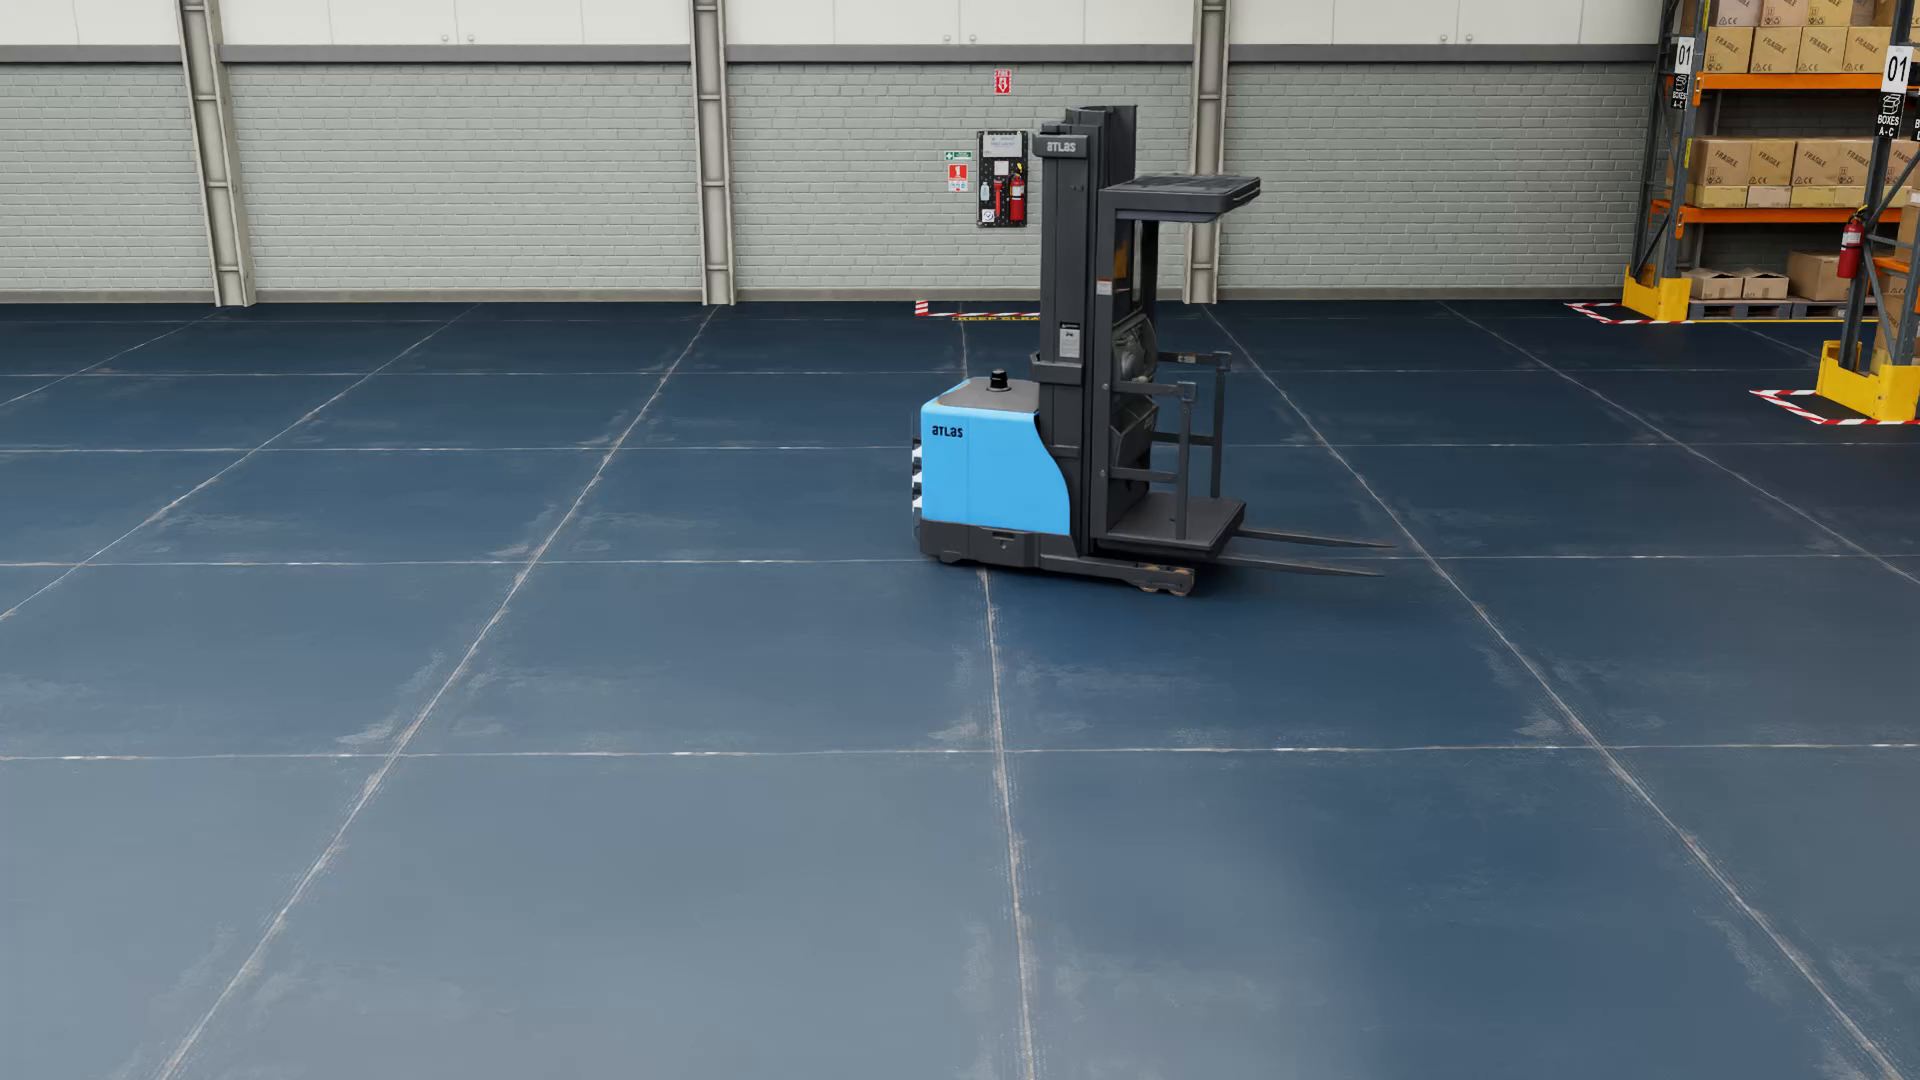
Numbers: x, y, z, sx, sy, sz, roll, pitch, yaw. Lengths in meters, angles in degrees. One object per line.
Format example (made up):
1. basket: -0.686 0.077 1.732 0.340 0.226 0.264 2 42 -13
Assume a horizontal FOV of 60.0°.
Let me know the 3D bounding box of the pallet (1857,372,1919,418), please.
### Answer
1. pallet: 9.159 -1.356 15.430 1.213 0.211 1.003 0 18 -1

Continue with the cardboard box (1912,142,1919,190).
1. cardboard box: 8.915 -3.332 14.735 0.500 0.500 0.700 0 18 -1

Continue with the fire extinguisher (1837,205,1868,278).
1. fire extinguisher: 8.270 -2.772 15.405 0.183 0.674 0.296 0 18 -1

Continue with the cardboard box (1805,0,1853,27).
1. cardboard box: 9.717 -6.063 18.792 0.500 0.500 0.500 0 18 1

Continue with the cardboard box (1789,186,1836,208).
1. cardboard box: 9.835 -4.032 19.418 0.500 0.250 0.500 -1 18 -2

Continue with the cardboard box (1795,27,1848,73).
1. cardboard box: 9.708 -5.587 18.945 0.500 0.500 0.500 1 18 2

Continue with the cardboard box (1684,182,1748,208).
1. cardboard box: 8.806 -4.024 19.394 0.500 0.250 0.500 -1 18 -2

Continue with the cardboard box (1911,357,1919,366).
1. cardboard box: 8.935 -1.493 15.105 0.500 0.250 0.500 0 18 -1

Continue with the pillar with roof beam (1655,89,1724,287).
1. pillar with roof beam: 9.068 -5.990 15.488 0.400 9.000 9.100 0 18 -1

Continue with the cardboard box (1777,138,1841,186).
1. cardboard box: 9.807 -4.386 19.295 0.500 0.500 0.500 -1 18 -3

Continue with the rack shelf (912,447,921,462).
1. rack shelf: -0.189 -0.599 11.461 0.200 0.077 0.258 7 19 20

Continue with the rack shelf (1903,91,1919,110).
1. rack shelf: 10.395 -3.763 14.635 4.000 0.370 1.077 0 18 -1

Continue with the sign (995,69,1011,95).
1. sign: 0.519 -5.553 20.153 0.199 0.298 0.001 0 18 -1

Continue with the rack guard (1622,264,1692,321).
1. rack guard: 8.389 -2.991 20.052 0.348 0.500 1.175 0 18 -1

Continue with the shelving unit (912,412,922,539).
1. shelving unit: -0.189 -0.459 11.506 0.210 0.900 0.258 7 19 20

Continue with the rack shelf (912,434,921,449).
1. rack shelf: -0.189 -0.685 11.434 0.200 0.077 0.258 7 19 20

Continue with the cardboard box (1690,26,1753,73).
1. cardboard box: 8.652 -5.591 18.960 0.500 0.500 0.500 0 18 1

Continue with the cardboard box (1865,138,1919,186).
1. cardboard box: 10.842 -4.395 19.323 0.500 0.500 0.500 -1 18 -2

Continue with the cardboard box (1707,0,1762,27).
1. cardboard box: 8.703 -6.070 18.815 0.500 0.500 0.500 -2 18 -5

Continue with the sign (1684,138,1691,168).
1. sign: 8.322 -4.427 19.020 0.005 0.325 0.100 0 18 -1

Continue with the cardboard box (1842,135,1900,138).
1. cardboard box: 10.824 -4.555 19.820 0.500 0.500 0.500 0 18 1

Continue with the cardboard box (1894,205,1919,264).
1. cardboard box: 8.862 -2.714 14.933 0.500 0.500 0.700 0 18 -1

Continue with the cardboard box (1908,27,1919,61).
1. cardboard box: 10.753 -5.595 18.970 0.500 0.500 0.500 -1 18 -3

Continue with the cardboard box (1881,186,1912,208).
1. cardboard box: 10.843 -4.036 19.432 0.500 0.250 0.500 0 18 -1

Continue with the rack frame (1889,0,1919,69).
1. rack frame: 8.395 -5.524 14.037 0.127 3.000 1.000 0 18 -1

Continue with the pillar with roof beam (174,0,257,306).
1. pillar with roof beam: -8.930 -5.903 15.218 0.400 9.000 9.100 0 18 -1

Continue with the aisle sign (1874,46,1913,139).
1. aisle sign: 8.325 -3.995 14.835 0.004 0.787 0.394 0 18 -1

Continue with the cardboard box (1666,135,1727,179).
1. cardboard box: 8.781 -4.543 19.784 0.500 0.500 0.500 0 18 -1

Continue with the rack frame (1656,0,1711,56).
1. rack frame: 8.313 -7.037 18.753 0.127 3.000 1.000 0 18 -1

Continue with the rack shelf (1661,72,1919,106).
1. rack shelf: 10.313 -5.276 19.351 4.000 0.370 1.077 0 18 -1

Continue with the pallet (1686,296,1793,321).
1. pallet: 9.202 -2.846 20.075 1.213 0.211 1.003 0 18 -1

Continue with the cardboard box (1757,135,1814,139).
1. cardboard box: 9.802 -4.546 19.794 0.500 0.500 0.500 -1 18 -2

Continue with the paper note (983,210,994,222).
1. paper note: 0.351 -4.020 20.610 0.142 0.148 0.016 0 18 -1

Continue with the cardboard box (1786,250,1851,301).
1. cardboard box: 10.311 -3.167 19.881 0.500 0.500 0.700 -1 18 -4

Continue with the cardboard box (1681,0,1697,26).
1. cardboard box: 8.740 -6.224 19.295 0.500 0.500 0.500 1 18 2

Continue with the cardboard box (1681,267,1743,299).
1. cardboard box: 9.007 -3.086 19.938 0.500 0.311 0.500 -2 18 -7

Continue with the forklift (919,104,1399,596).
1. forklift: 1.302 -1.227 10.574 3.031 2.935 1.130 7 19 20

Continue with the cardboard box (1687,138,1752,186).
1. cardboard box: 8.796 -4.386 19.296 0.500 0.500 0.500 0 18 -1

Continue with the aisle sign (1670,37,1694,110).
1. aisle sign: 8.246 -5.327 18.986 0.004 0.787 0.394 0 18 -1

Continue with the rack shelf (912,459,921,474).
1. rack shelf: -0.189 -0.513 11.489 0.200 0.077 0.258 7 19 20
